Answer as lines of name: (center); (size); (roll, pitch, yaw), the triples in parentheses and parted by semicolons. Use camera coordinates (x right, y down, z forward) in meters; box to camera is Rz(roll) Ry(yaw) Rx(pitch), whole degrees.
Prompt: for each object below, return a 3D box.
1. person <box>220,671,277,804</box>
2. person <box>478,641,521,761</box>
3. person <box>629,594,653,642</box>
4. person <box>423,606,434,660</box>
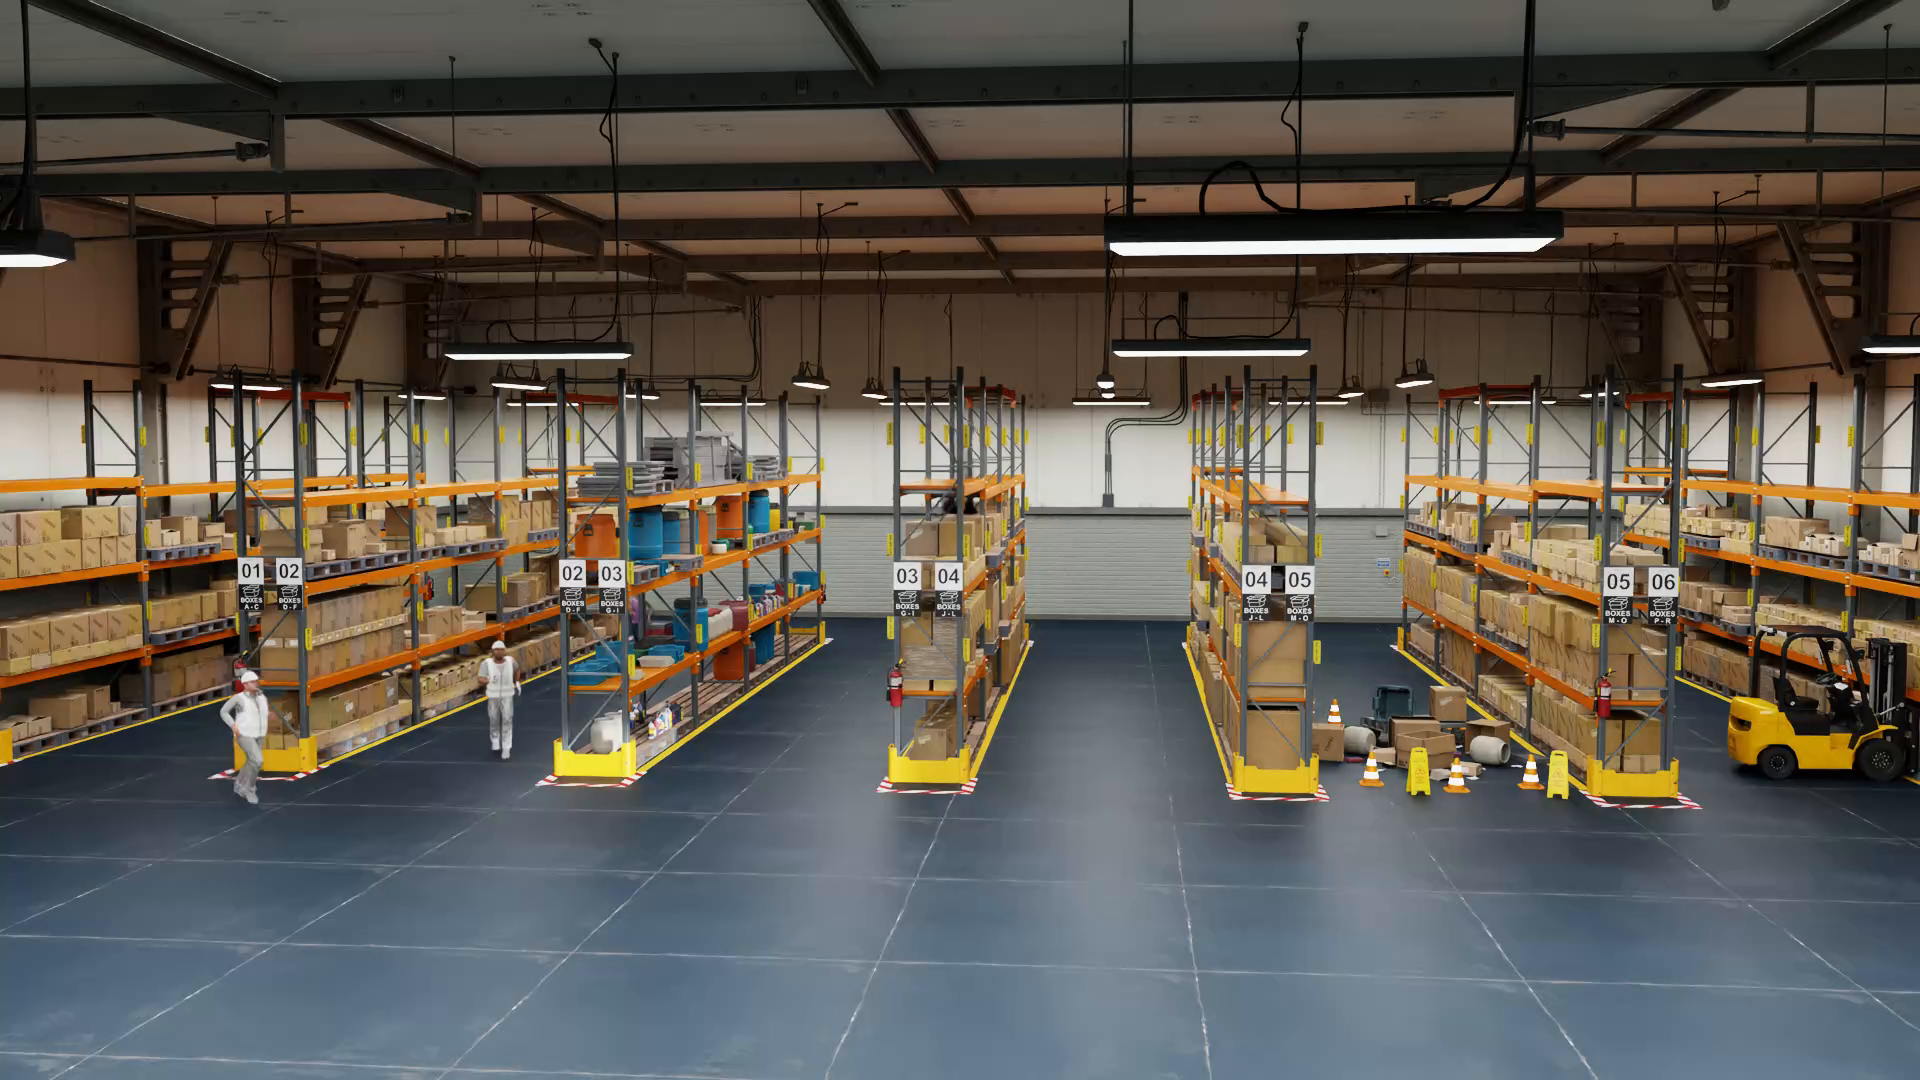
person: (-9.722, 2.711, 22.821); (0.756, 1.818, 0.636); (1, 4, 22)
person: (-7.208, 2.479, 26.041); (0.665, 1.831, 0.893); (-1, 4, -18)
person: (-7.235, 1.915, 37.513); (0.511, 1.476, 0.636); (0, 4, 4)
person: (-10.970, 2.112, 34.104); (0.655, 1.628, 0.980); (0, 4, 6)
